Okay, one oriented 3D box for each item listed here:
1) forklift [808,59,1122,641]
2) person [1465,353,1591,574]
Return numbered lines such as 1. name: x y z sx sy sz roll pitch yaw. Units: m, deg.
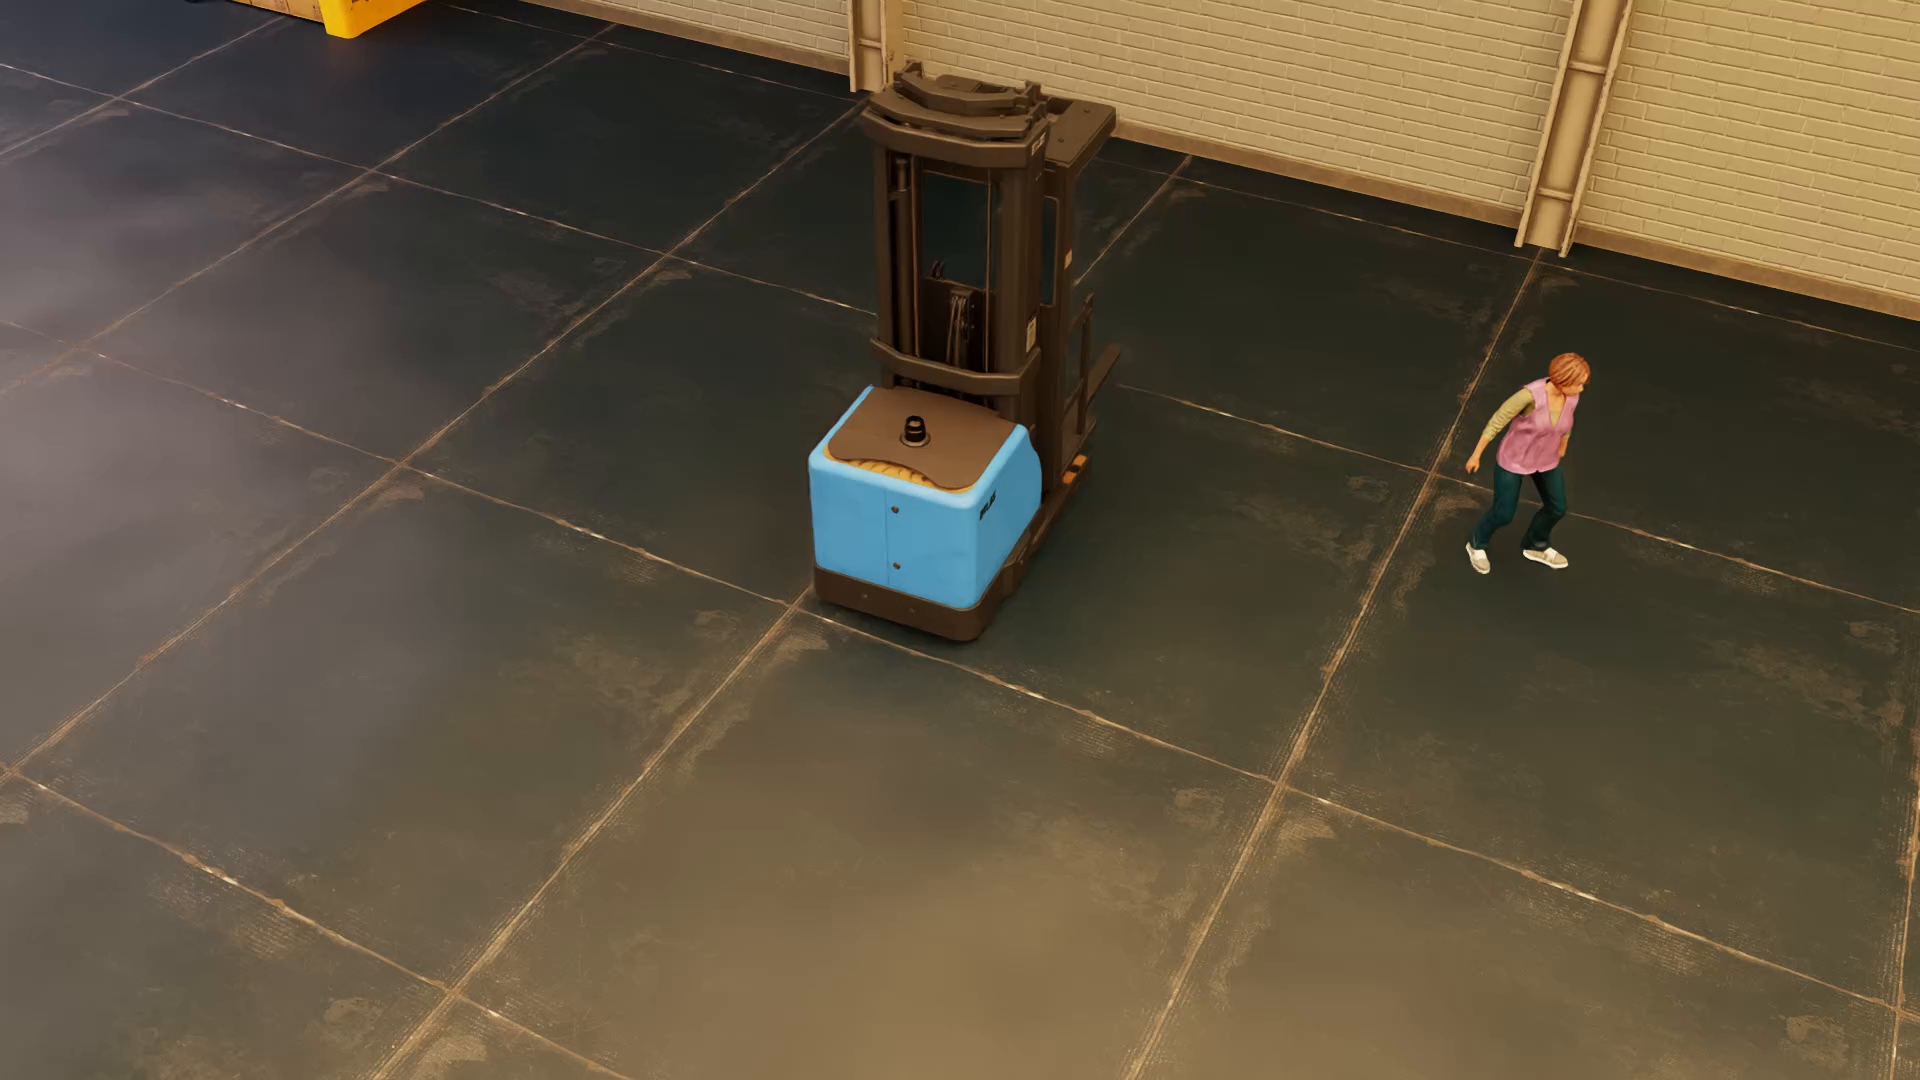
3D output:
1. forklift: 0.203 -1.496 9.762 1.130 2.935 3.031 16 43 18
2. person: 3.292 -0.455 9.607 0.730 1.568 0.399 -8 41 -10
